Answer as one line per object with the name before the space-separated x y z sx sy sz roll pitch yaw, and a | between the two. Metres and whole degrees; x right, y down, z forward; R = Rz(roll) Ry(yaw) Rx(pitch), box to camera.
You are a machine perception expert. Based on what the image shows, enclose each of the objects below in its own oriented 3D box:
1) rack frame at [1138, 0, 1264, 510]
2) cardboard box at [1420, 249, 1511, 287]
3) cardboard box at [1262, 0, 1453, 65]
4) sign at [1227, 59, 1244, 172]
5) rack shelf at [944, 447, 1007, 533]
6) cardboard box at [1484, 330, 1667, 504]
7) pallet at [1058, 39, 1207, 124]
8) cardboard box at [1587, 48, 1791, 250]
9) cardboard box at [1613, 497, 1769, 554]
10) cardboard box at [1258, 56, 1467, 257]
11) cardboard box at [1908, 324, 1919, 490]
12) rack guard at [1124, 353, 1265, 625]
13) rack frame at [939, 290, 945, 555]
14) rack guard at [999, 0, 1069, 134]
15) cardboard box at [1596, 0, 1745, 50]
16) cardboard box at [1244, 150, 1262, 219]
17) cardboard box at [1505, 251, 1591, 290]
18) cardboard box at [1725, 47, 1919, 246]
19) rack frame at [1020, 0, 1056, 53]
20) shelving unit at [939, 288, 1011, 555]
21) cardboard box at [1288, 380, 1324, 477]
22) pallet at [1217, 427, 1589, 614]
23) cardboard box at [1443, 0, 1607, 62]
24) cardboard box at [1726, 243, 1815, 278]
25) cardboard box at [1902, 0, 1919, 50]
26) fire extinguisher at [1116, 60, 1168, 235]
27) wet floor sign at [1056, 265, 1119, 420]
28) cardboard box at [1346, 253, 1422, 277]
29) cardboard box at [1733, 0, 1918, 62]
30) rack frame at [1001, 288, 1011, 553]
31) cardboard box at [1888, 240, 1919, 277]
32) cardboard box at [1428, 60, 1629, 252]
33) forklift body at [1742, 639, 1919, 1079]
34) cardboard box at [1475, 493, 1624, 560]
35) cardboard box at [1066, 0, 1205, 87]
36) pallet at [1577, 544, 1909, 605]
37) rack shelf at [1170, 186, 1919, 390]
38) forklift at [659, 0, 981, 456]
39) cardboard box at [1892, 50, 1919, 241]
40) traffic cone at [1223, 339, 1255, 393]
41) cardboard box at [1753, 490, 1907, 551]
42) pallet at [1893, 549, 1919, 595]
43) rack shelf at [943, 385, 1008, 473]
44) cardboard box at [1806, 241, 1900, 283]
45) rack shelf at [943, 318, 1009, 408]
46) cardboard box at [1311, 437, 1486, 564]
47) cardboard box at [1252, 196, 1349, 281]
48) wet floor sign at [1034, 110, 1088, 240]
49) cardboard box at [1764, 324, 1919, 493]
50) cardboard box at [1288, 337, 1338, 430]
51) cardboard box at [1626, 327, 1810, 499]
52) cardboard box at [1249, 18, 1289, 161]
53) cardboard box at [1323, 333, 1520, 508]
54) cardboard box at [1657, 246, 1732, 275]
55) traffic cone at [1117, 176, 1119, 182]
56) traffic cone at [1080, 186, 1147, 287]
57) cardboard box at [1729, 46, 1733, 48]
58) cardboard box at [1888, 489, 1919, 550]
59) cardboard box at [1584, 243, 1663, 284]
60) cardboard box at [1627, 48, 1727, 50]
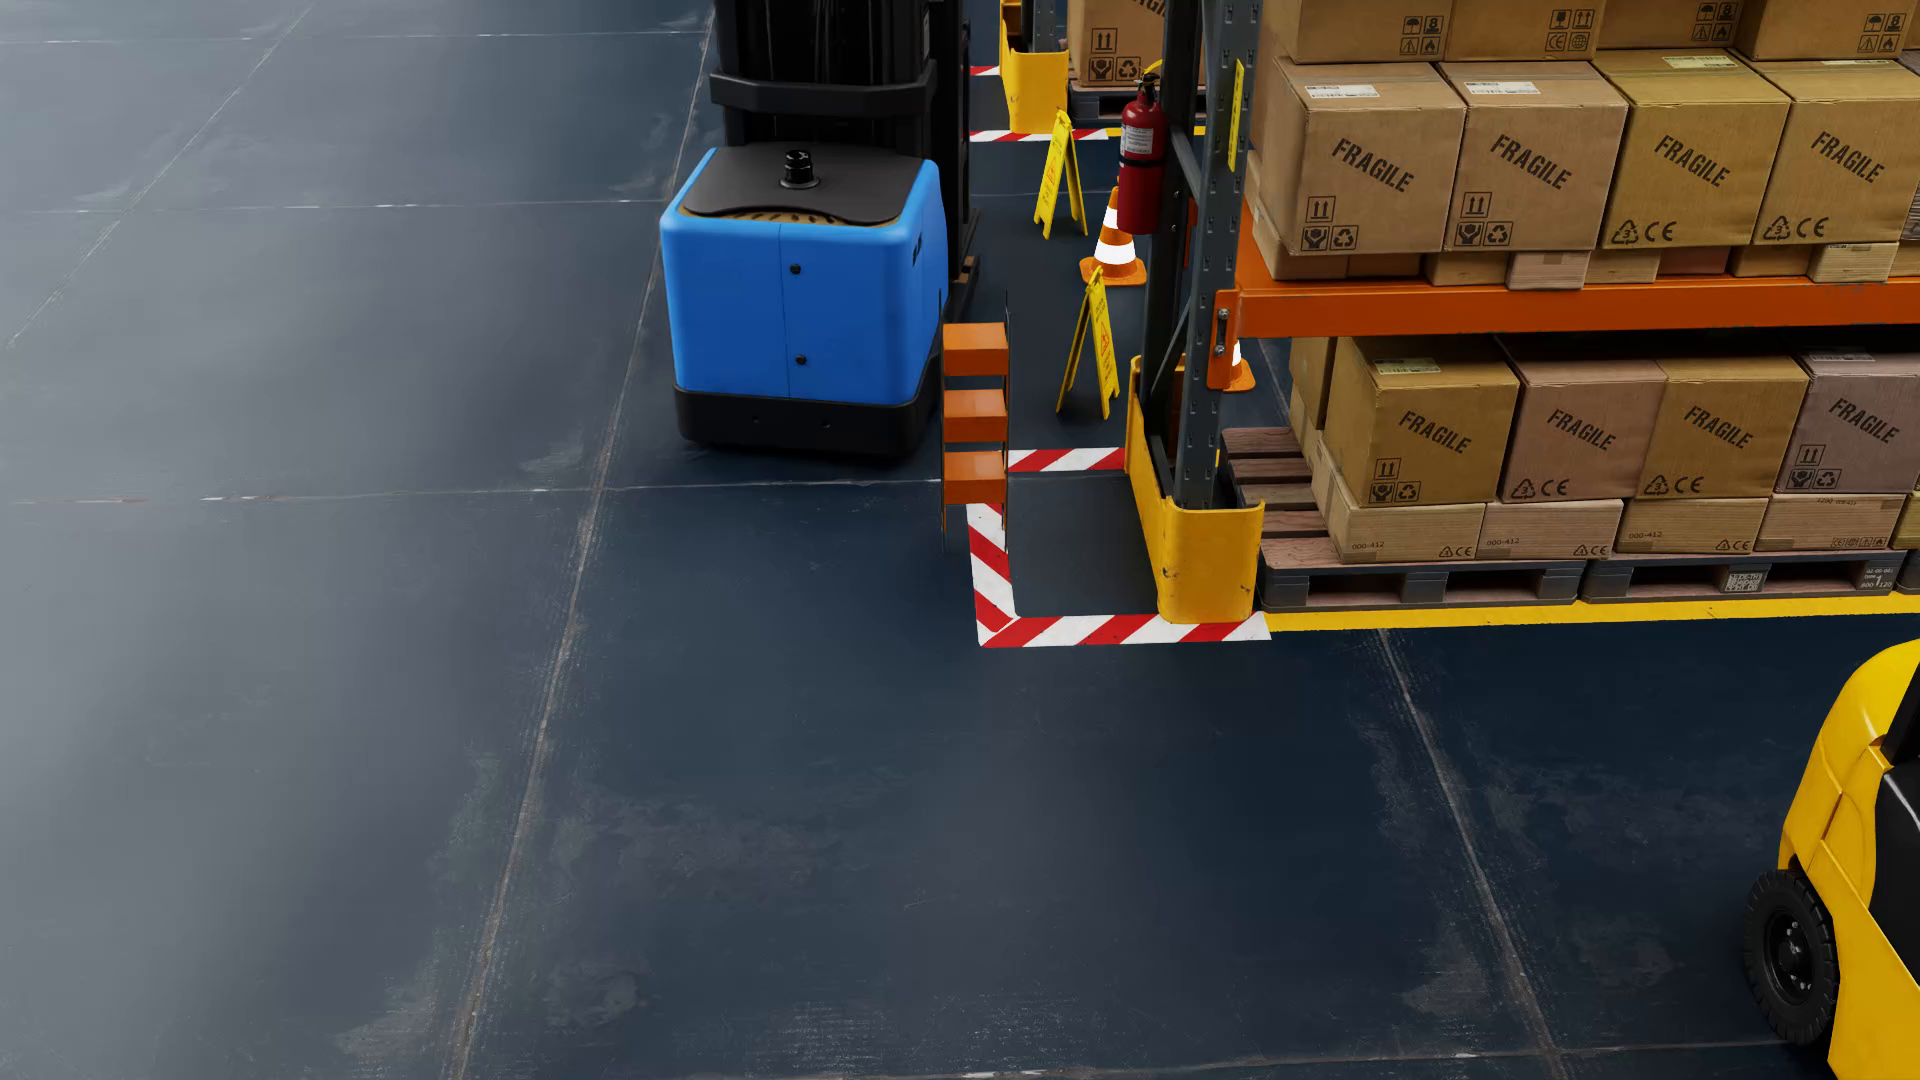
rack frame | 0.819 -1.254 5.797 0.127 3.000 1.000 -2 35 -2
cardboard box | 1.689 -1.018 5.677 0.250 0.149 0.380 -3 35 -4
cardboard box | 1.319 -1.966 5.598 0.500 0.500 0.700 -2 35 -3
sign | 0.845 -1.301 5.105 0.005 0.325 0.100 -2 35 -2
rack shelf | 0.053 -0.196 6.488 0.240 0.259 0.215 -2 35 -2
cardboard box | 2.184 -0.486 6.076 0.500 0.500 0.500 -3 35 -4
pallet | 1.279 -2.984 10.747 1.213 0.211 1.003 -2 35 -2
cardboard box | 2.332 -1.302 5.518 0.500 0.500 0.500 -2 35 -3
cardboard box | 2.693 -0.192 6.309 0.500 0.250 0.500 1 35 1
cardboard box | 1.305 -1.272 5.474 0.500 0.500 0.500 -2 35 -3
cardboard box | 3.729 -0.529 6.137 0.500 0.500 0.500 -1 35 -1
rack guard | 0.895 -0.228 6.511 0.348 0.500 1.175 -2 35 -2
rack frame | -0.069 -0.430 6.320 0.008 1.050 0.200 -2 35 -2
rack guard | 0.460 -3.036 10.569 0.348 0.500 1.175 -2 35 -2
cardboard box | 2.330 -2.048 5.716 0.500 0.500 0.700 -2 35 -3
cardboard box | 1.183 -1.282 6.058 0.250 0.149 0.380 0 35 -1
cardboard box | 1.944 -0.999 5.649 0.250 0.149 0.380 -1 35 -1
cardboard box | 2.839 -1.321 5.544 0.500 0.500 0.500 -2 35 -3
rack frame | 0.484 -4.065 9.858 0.127 3.000 1.000 -2 35 -2
shelving unit | 0.053 -0.433 6.324 0.252 1.050 0.215 -2 35 -2
cardboard box | 1.638 -0.471 6.713 0.500 0.250 0.500 -2 35 -2
pallet | 1.708 -0.111 6.596 1.213 0.211 1.003 -2 35 -2
cardboard box | 1.825 -1.975 5.612 0.500 0.500 0.700 -1 35 -2
cardboard box | 2.727 -1.056 5.732 0.250 0.149 0.380 -2 35 -3
cardboard box | 3.351 -2.048 5.716 0.500 0.500 0.700 -2 35 -3
fire extinguisher | 0.683 -1.481 6.193 0.183 0.674 0.296 -2 35 -2
wet floor sign | 0.579 -0.889 7.338 0.232 0.644 0.267 10 36 14
cardboard box | 1.420 -1.057 5.733 0.250 0.149 0.380 -1 35 -2
cardboard box | 2.834 -1.982 5.621 0.500 0.500 0.700 -2 35 -3
rack frame | 0.175 -0.436 6.329 0.008 1.050 0.200 -2 35 -2
cardboard box | 3.236 -1.057 5.733 0.250 0.149 0.380 -2 35 -3
cardboard box | 1.823 -1.288 5.497 0.500 0.500 0.500 -1 35 -1
forklift body | 2.866 0.829 3.534 1.214 2.155 2.313 -2 35 -2
cardboard box | 2.148 -0.170 6.278 0.500 0.250 0.500 0 35 -1
cardboard box | 1.158 -3.420 10.424 0.875 0.875 0.875 -1 35 -2
pallet | 2.924 -0.142 6.641 1.213 0.211 1.003 -2 35 -2
rack shelf | 2.817 -1.012 6.079 4.000 0.370 1.077 -2 35 -2
forklift | -0.498 -2.385 7.492 1.130 2.935 3.031 5 35 7
cardboard box | 3.351 -1.337 5.568 0.500 0.500 0.500 -1 35 -1
traffic cone | 1.188 -0.955 7.595 0.334 0.463 0.336 -2 35 -2
cardboard box | 3.197 -0.204 6.327 0.500 0.250 0.500 -1 35 -1
pallet | 4.146 -0.177 6.691 1.213 0.211 1.003 -2 35 -2
rack shelf | 0.053 -0.424 6.330 0.240 0.259 0.215 -2 35 -2
cardboard box | 2.981 -1.030 5.694 0.250 0.149 0.380 -1 35 -2
rack shelf | 0.053 -0.658 6.169 0.240 0.259 0.215 -2 35 -2
cardboard box | 1.638 -0.160 6.264 0.500 0.250 0.500 -2 35 -3
cardboard box | 1.168 -1.042 5.711 0.250 0.149 0.380 -1 35 -2
wet floor sign | 0.549 -1.970 8.901 0.232 0.644 0.267 -7 35 -10
cardboard box | 3.219 -0.514 6.116 0.500 0.500 0.500 0 35 0
cardboard box | 1.607 -0.774 6.492 0.500 0.500 0.500 -1 35 -2
cardboard box | 2.685 -0.495 6.089 0.500 0.500 0.500 -1 35 -1
cardboard box | 1.348 -1.588 5.931 0.500 0.500 0.500 -2 35 -3
cardboard box | 1.662 -0.470 6.052 0.500 0.500 0.500 -3 35 -4
cardboard box | 2.462 -1.066 5.746 0.250 0.149 0.380 0 35 -1
traffic cone | 1.082 -2.229 9.435 0.334 0.463 0.336 -2 35 -2
traffic cone | 0.796 -1.577 8.493 0.334 0.463 0.336 -2 35 -2
cardboard box | 2.856 -1.614 5.968 0.500 0.500 0.500 -1 35 -2
cardboard box | 3.705 -0.215 6.343 0.500 0.250 0.500 -2 35 -3
cardboard box | 2.201 -1.025 5.686 0.250 0.149 0.380 -1 35 -1
cardboard box | 2.349 -1.611 5.963 0.500 0.500 0.500 -2 35 -2
